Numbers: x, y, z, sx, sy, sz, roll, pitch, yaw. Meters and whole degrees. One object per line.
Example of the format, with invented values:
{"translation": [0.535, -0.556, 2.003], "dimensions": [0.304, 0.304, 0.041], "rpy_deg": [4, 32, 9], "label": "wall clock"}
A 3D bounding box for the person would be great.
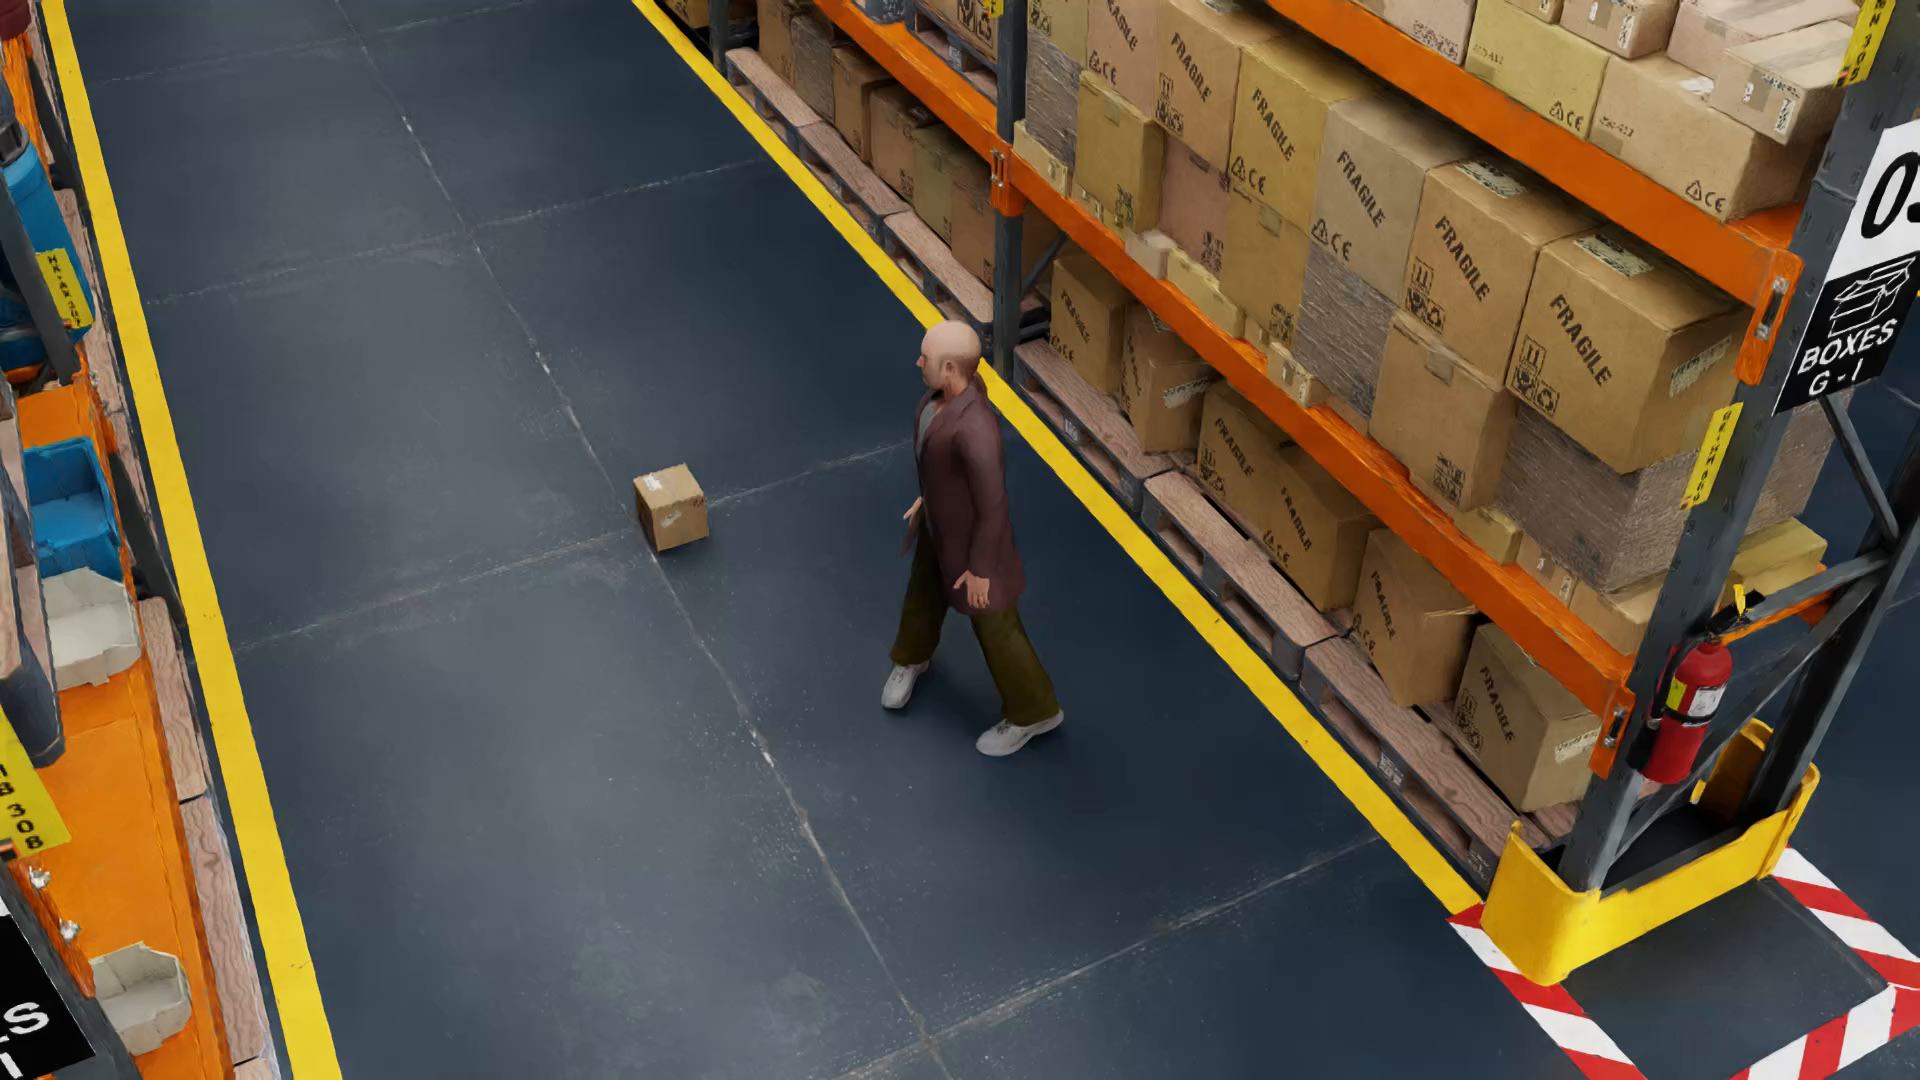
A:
{"translation": [0.017, -0.010, 6.193], "dimensions": [0.674, 1.777, 0.664], "rpy_deg": [-12, 42, -13], "label": "person"}
